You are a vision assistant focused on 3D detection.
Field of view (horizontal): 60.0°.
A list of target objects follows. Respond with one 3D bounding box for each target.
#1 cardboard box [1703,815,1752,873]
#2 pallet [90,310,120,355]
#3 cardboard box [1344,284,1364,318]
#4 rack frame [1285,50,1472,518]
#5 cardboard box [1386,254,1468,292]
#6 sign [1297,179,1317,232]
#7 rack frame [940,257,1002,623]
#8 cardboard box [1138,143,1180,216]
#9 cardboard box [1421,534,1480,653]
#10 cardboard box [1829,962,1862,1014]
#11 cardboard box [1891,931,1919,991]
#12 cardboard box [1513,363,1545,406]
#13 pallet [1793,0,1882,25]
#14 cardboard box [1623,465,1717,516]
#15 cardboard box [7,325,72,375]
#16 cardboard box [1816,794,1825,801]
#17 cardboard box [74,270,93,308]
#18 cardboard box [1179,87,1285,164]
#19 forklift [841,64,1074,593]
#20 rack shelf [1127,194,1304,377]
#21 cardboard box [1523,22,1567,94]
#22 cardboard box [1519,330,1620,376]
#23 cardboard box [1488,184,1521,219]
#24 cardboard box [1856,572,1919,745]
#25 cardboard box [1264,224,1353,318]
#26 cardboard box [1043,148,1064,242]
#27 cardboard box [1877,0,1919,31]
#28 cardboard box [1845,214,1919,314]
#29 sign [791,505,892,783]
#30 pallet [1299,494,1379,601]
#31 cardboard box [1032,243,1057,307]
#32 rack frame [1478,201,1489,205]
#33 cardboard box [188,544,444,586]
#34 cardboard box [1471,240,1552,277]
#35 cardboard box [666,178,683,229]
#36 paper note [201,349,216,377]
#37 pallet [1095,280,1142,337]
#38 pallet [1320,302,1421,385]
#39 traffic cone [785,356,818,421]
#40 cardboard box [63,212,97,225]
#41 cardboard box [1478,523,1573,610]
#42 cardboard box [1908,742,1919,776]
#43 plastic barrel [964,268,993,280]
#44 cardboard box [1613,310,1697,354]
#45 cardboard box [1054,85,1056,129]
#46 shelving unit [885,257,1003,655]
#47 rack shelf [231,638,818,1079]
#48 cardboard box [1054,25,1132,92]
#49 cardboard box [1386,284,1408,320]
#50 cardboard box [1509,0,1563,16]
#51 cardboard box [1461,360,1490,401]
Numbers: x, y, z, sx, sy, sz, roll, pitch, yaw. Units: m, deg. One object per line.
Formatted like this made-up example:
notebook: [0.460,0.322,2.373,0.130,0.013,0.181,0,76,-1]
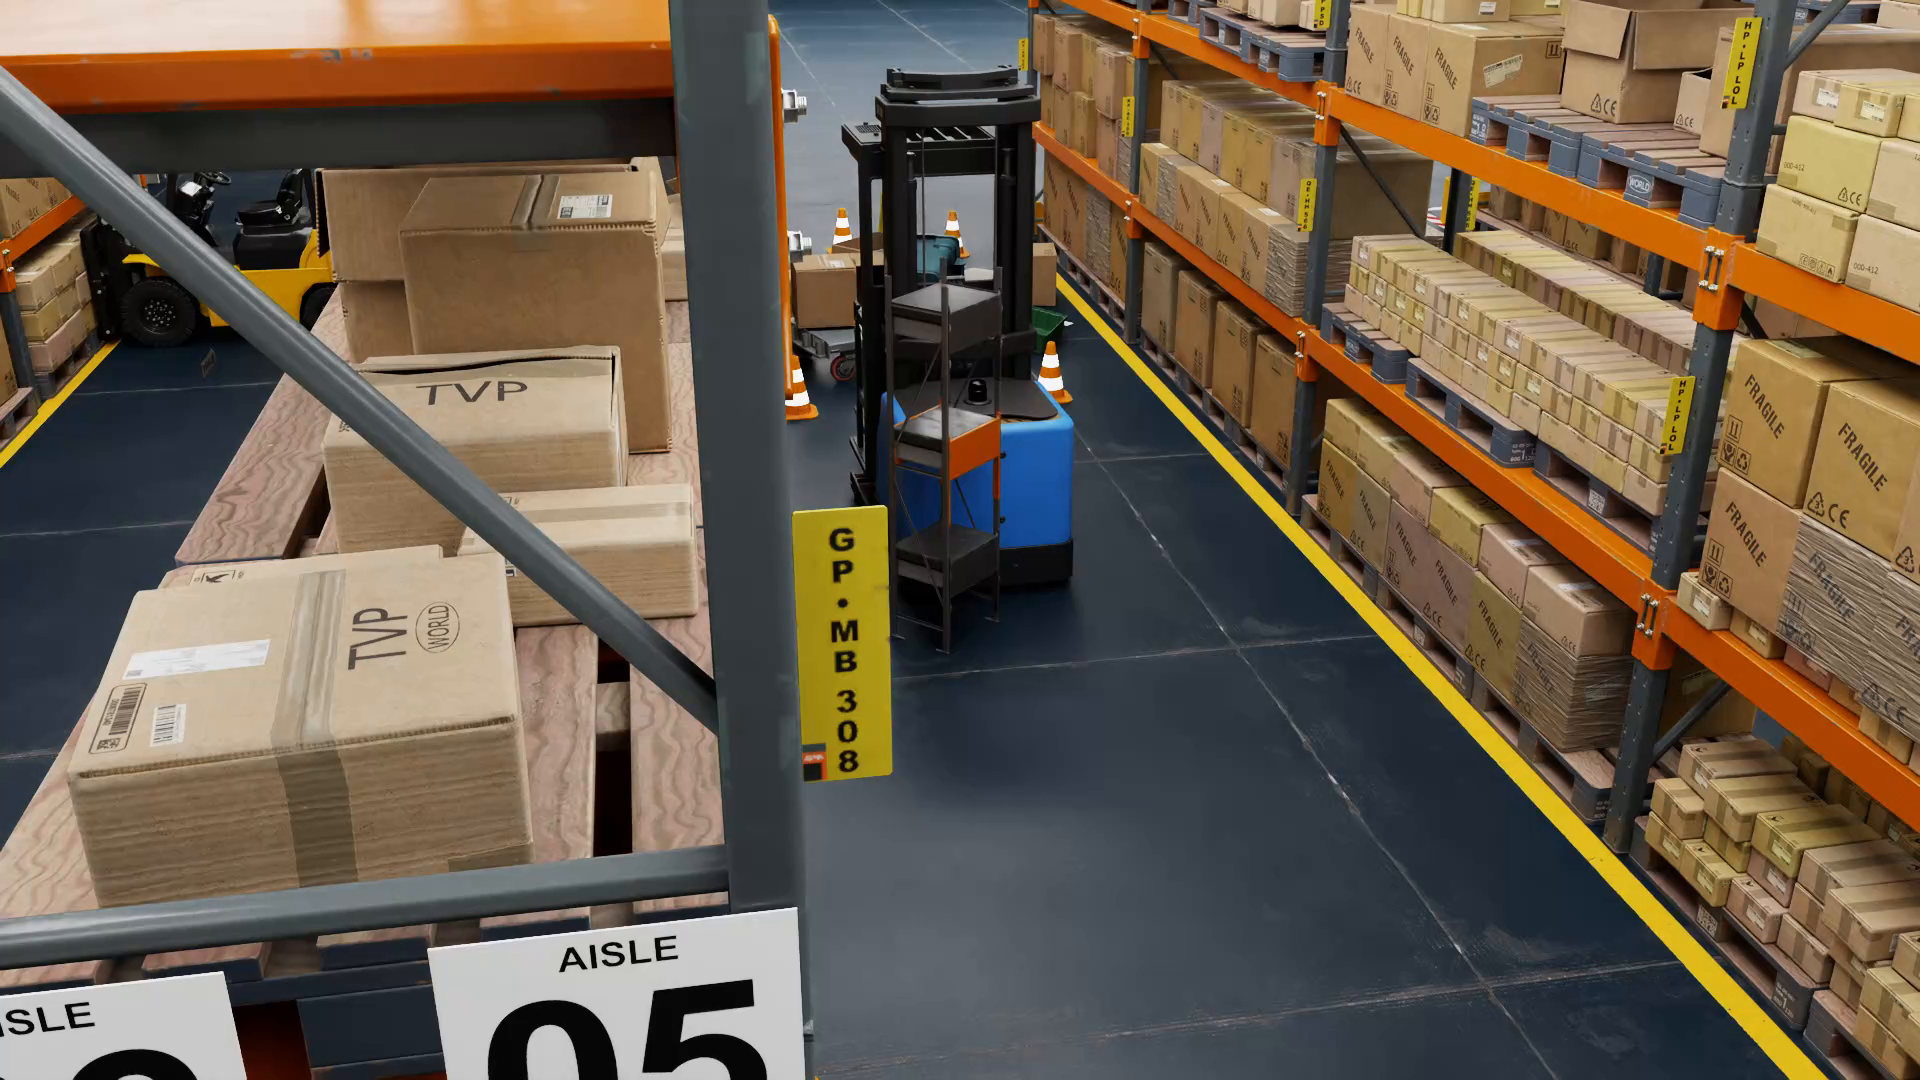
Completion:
cardboard box: [3.322,1.225,6.864,0.380,0.149,0.250,-4,24,-9]
pallet: [-8.103,-1.903,14.843,1.003,0.211,1.213,-4,24,-10]
cardboard box: [2.579,-1.472,10.162,0.380,0.149,0.250,-5,24,-10]
rack frame: [2.695,-1.586,10.633,1.000,3.000,0.127,-4,24,-10]
cardboard box: [2.683,-1.537,9.568,0.380,0.149,0.250,-4,24,-10]
sign: [2.150,-2.074,10.304,0.100,0.325,0.005,-4,24,-10]
rack frame: [0.058,-0.527,9.333,0.400,2.100,0.015,16,28,32]
cardboard box: [1.788,-2.978,13.696,0.500,0.500,0.500,-4,24,-9]
cardboard box: [2.865,0.264,8.995,0.500,0.500,0.500,-5,24,-11]
cardboard box: [3.512,1.667,6.223,0.380,0.149,0.250,-5,24,-12]
cardboard box: [3.551,1.497,5.870,0.380,0.149,0.250,-5,24,-12]
cardboard box: [2.972,-0.779,8.203,0.380,0.149,0.250,-6,24,-12]
pallet: [7.053,-4.116,12.914,1.213,0.211,1.003,-4,24,-10]
cardboard box: [3.166,-0.231,7.321,0.380,0.149,0.250,-5,24,-11]
cardboard box: [-7.532,-1.531,13.419,0.500,0.250,0.500,-4,24,-9]
cardboard box: [3.805,1.066,7.228,0.380,0.149,0.250,-4,24,-9]
cardboard box: [-7.731,-2.155,14.223,0.500,0.250,0.500,-5,24,-10]
cardboard box: [2.150,-3.266,13.106,0.700,0.500,0.500,-5,24,-11]
forklift: [-0.135,-1.589,10.727,1.130,2.935,3.031,-5,24,-11]
rack shelf: [2.325,-2.043,12.578,1.077,0.370,4.000,-4,24,-10]
cardboard box: [3.244,-2.408,8.642,0.500,0.500,0.500,-4,24,-10]
cardboard box: [2.981,-0.913,8.139,0.380,0.149,0.250,-5,24,-11]
cardboard box: [6.208,-3.860,18.438,0.500,0.500,0.500,0,24,0]
cardboard box: [3.435,0.414,5.558,0.500,0.500,0.500,-5,24,-11]
cardboard box: [2.348,-1.789,10.973,0.500,0.500,0.500,-4,24,-10]
cardboard box: [1.406,-3.689,17.579,0.875,0.875,0.875,-4,24,-9]
cardboard box: [7.064,-3.780,12.096,0.500,0.250,0.500,-4,24,-8]
cardboard box: [3.362,-0.920,5.549,0.500,0.250,0.500,-5,24,-11]
sign: [-0.125,0.117,1.796,0.100,0.325,0.005,-4,24,-10]
pallet: [2.838,0.000,10.487,1.003,0.211,1.213,-4,24,-10]
cardboard box: [0.660,-2.549,15.959,0.500,0.500,0.500,0,24,-1]
rack frame: [6.109,-5.060,18.587,1.000,3.000,0.127,-4,24,-10]
cardboard box: [-1.000,0.140,2.598,0.380,0.149,0.250,-6,24,-14]
cardboard box: [3.280,-1.678,9.890,0.380,0.149,0.250,-5,24,-10]
cardboard box: [-0.979,-0.930,4.902,0.396,0.266,0.258,-4,24,-8]
paper note: [-1.632,-0.385,3.606,0.006,0.032,0.123,-4,24,-10]
pallet: [1.891,-2.186,15.491,1.003,0.211,1.213,-4,24,-10]
pallet: [2.931,-1.225,10.047,1.213,0.211,1.003,-4,24,-10]
traffic cone: [-1.286,-1.206,12.934,0.336,0.463,0.334,-4,24,-10]
cardboard box: [-7.913,-2.792,15.056,0.500,0.250,0.500,-4,24,-9]
cardboard box: [2.966,0.120,8.390,0.500,0.250,0.500,-3,24,-7]
cardboard box: [3.457,0.753,5.592,0.380,0.149,0.250,-3,24,-7]
plastic barrel: [0.238,-2.311,15.513,0.512,0.421,0.421,13,27,27]
cardboard box: [3.574,-1.060,8.475,0.380,0.149,0.250,-3,24,-8]
cardboard box: [1.452,-4.444,16.990,0.875,0.550,0.550,-4,24,-10]
shelving unit: [-0.084,-0.447,9.151,0.431,2.100,0.503,16,28,32]
rack shelf: [-1.042,0.136,3.843,1.077,0.370,4.000,-4,24,-10]
cardboard box: [1.408,-4.707,16.244,0.875,0.550,0.550,-4,24,-10]
cardboard box: [2.692,-1.383,9.586,0.380,0.149,0.250,-5,24,-11]
cardboard box: [3.134,-3.016,9.080,0.396,0.266,0.258,-4,24,-10]
cardboard box: [2.873,-0.848,8.734,0.380,0.149,0.250,-5,24,-11]
